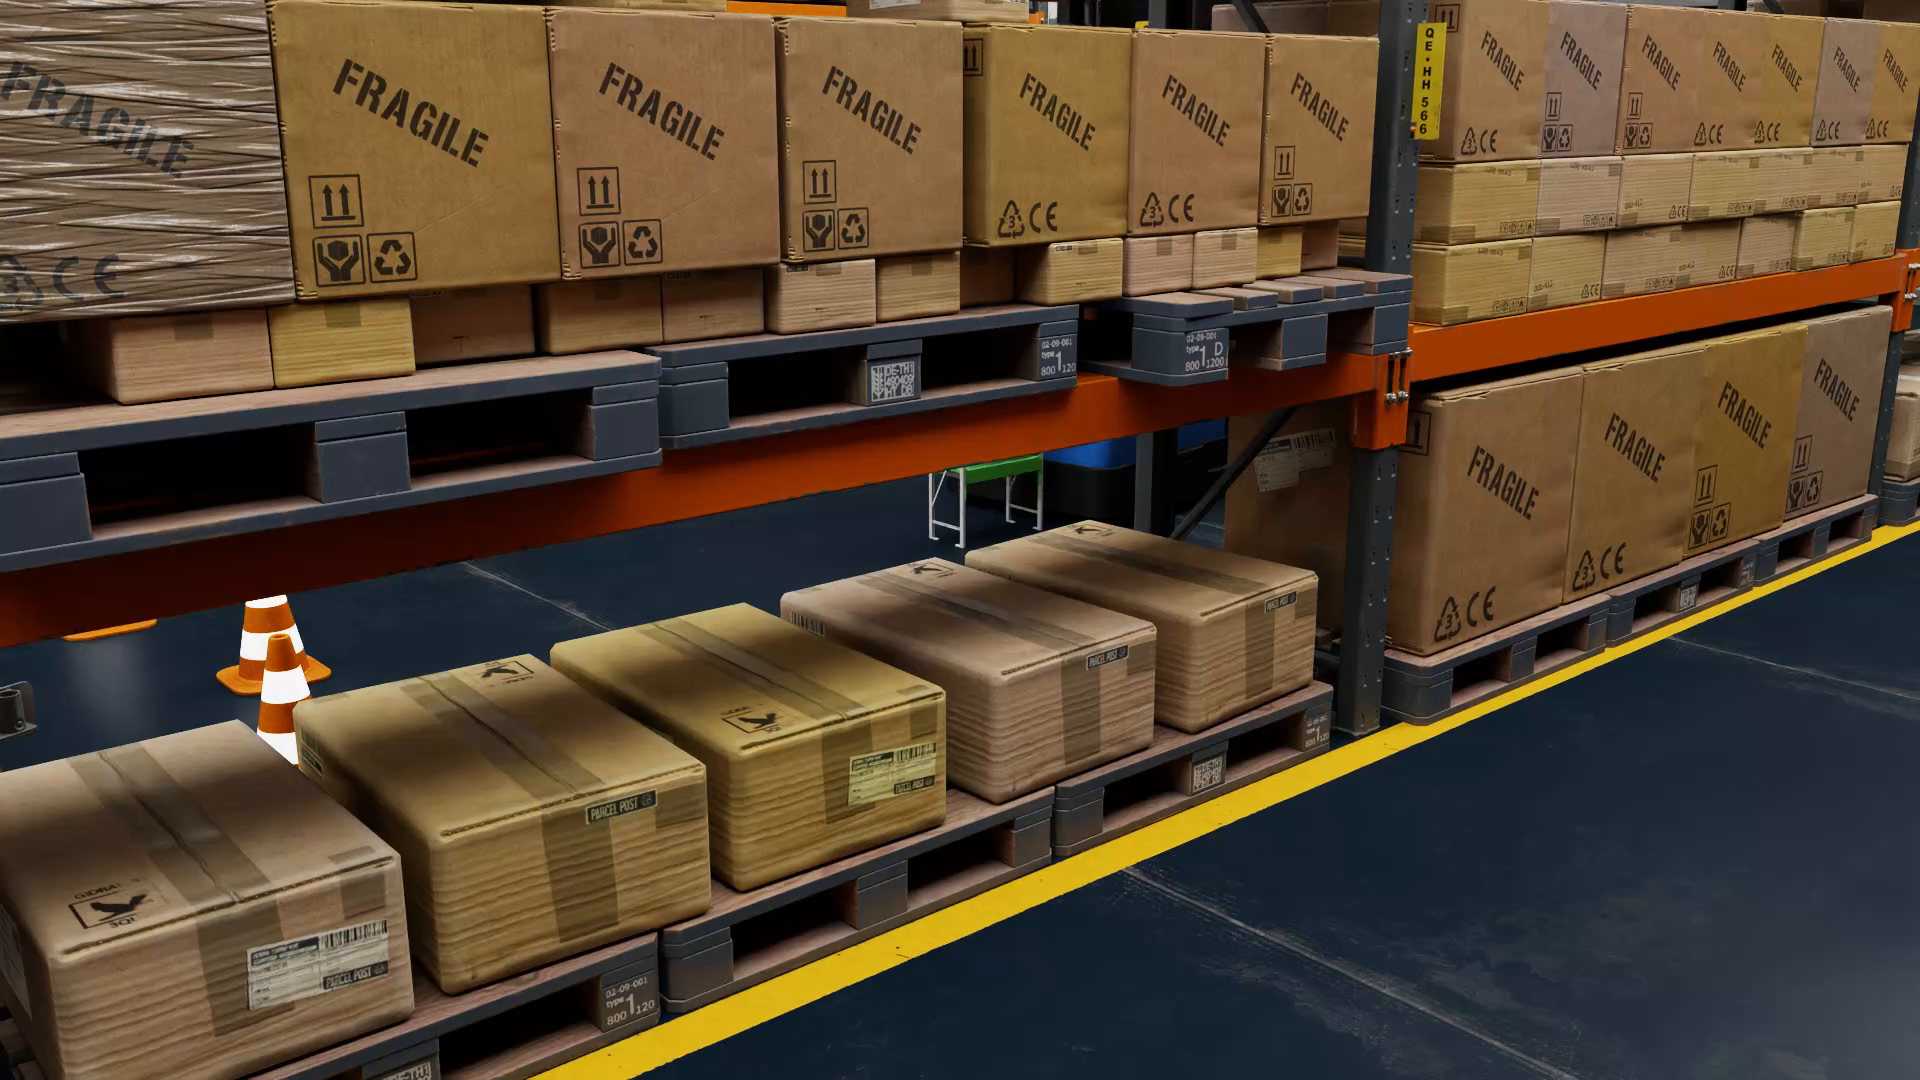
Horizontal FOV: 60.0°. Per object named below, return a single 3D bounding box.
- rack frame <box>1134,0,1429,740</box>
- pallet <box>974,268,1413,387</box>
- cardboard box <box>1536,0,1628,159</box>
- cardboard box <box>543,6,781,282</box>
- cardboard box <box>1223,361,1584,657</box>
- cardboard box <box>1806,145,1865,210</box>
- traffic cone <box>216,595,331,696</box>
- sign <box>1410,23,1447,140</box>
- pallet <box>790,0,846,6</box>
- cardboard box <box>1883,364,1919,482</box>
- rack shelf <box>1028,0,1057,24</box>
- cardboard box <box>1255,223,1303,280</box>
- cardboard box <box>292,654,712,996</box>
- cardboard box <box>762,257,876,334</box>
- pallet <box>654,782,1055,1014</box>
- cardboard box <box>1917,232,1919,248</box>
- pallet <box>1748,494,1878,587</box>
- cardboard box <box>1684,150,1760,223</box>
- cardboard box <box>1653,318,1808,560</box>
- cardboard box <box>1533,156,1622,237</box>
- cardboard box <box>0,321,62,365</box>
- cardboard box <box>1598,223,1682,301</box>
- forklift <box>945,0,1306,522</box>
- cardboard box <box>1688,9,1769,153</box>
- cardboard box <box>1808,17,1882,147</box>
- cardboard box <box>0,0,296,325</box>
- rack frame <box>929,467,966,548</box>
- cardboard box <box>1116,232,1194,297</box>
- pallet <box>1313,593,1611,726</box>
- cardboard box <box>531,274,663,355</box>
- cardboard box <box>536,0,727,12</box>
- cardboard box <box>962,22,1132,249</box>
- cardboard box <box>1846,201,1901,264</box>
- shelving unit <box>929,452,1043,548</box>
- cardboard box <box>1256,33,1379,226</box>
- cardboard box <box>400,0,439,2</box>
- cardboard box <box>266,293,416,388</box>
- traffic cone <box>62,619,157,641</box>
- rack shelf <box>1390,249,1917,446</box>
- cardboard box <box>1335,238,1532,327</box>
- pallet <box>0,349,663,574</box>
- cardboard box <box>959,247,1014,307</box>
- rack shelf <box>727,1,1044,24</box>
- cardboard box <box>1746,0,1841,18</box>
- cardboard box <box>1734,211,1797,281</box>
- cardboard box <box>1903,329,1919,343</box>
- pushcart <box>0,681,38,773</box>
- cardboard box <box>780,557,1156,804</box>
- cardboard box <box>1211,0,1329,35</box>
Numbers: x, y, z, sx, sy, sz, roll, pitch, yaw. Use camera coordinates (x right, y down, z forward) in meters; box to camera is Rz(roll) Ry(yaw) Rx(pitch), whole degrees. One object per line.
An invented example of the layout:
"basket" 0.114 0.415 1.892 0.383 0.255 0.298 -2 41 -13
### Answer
"rack frame" 0.993 -0.914 5.359 0.127 3.000 1.000 -13 19 -39
"pallet" 0.526 -0.680 4.854 1.003 0.211 1.213 -13 19 -39
"cardboard box" 1.894 -1.567 5.673 0.500 0.500 0.500 -13 19 -39
"cardboard box" -0.723 -0.821 3.427 0.500 0.500 0.500 -13 20 -40
"cardboard box" 1.569 -0.191 5.956 0.875 0.875 0.875 -13 20 -40
"cardboard box" 3.466 -1.552 7.071 0.500 0.250 0.500 -12 19 -38
"traffic cone" -2.445 0.263 5.869 0.334 0.463 0.336 -13 19 -39
"sign" 1.357 -1.331 4.830 0.005 0.325 0.100 -13 19 -39
"pallet" -0.950 -5.269 16.024 1.213 0.211 1.003 -13 19 -39
"cardboard box" 4.555 -0.642 8.492 0.875 0.438 0.875 -13 20 -40
"rack shelf" 2.194 -3.978 12.413 4.000 0.370 1.077 -13 19 -39
"cardboard box" 0.746 -0.835 4.735 0.250 0.149 0.380 -12 19 -39
"cardboard box" -1.090 0.619 3.900 0.625 0.372 0.950 -11 19 -36
"cardboard box" -0.398 -0.565 3.727 0.250 0.149 0.380 -12 19 -37
"pallet" -0.517 0.771 4.454 1.213 0.211 1.003 -13 19 -39
"cardboard box" 4.537 -1.668 7.990 0.500 0.500 0.500 -12 19 -38
"pallet" 3.478 -0.099 7.711 1.213 0.211 1.003 -13 19 -39
"cardboard box" 2.704 -1.373 6.401 0.500 0.250 0.500 -12 19 -38
"cardboard box" 2.919 -0.493 7.086 0.875 0.875 0.875 -12 19 -38
"cardboard box" 1.928 -1.208 5.782 0.500 0.250 0.500 -12 19 -38
"cardboard box" -1.817 -0.459 3.328 0.250 0.149 0.380 -12 19 -39
"cardboard box" 2.303 -1.054 6.172 0.500 0.250 0.500 -12 19 -38
"forklift" 1.257 -1.821 8.886 1.130 2.935 3.031 12 19 38
"cardboard box" 2.677 -1.737 6.307 0.500 0.500 0.500 -12 19 -38
"cardboard box" 3.453 -1.909 6.954 0.500 0.500 0.500 -12 19 -38
"cardboard box" -1.482 -0.655 2.805 0.500 0.500 0.500 -12 19 -38
"rack frame" -0.059 -0.566 7.545 0.015 1.200 0.240 -13 19 -39
"cardboard box" 0.390 -0.742 4.389 0.250 0.149 0.380 -14 20 -42
"pallet" 1.638 0.314 6.164 1.213 0.211 1.003 -13 19 -39
"cardboard box" -0.820 -0.489 3.441 0.250 0.149 0.380 -12 19 -39
"cardboard box" -0.685 -1.159 3.437 0.250 0.149 0.380 -11 19 -36
"cardboard box" 0.070 -1.002 4.106 0.500 0.500 0.500 -14 21 -43
"cardboard box" 3.838 -1.394 7.447 0.500 0.250 0.500 -13 20 -41
"shelving unit" 0.125 -0.608 7.700 0.503 1.200 0.258 -13 19 -39
"cardboard box" 0.833 -1.178 4.762 0.500 0.500 0.500 -13 20 -41
"cardboard box" -1.313 -1.186 3.537 0.250 0.149 0.380 -13 20 -41
"cardboard box" -1.206 -0.390 3.072 0.250 0.149 0.380 -12 19 -38
"traffic cone" -3.347 0.110 6.443 0.334 0.463 0.336 -13 19 -39
"rack shelf" 2.502 -0.905 6.720 4.000 0.370 1.077 -13 19 -39
"cardboard box" 1.528 -0.875 5.505 0.500 0.250 0.500 -13 20 -40
"pallet" -1.352 -0.245 3.225 1.213 0.211 1.003 -13 19 -39
"cardboard box" -0.081 -0.675 4.136 0.250 0.149 0.380 -12 19 -39
"rack shelf" -0.986 -4.961 16.092 4.000 0.370 1.077 -13 19 -39
"cardboard box" 4.034 -2.550 8.097 0.250 0.149 0.380 -13 20 -40
"cardboard box" 3.060 -1.226 6.819 0.500 0.250 0.500 -13 20 -41
"cardboard box" 5.911 -0.946 9.631 0.875 0.438 0.875 -12 19 -38
"pushcart" -3.559 0.595 4.790 1.648 0.377 0.936 8 17 28
"cardboard box" 0.009 0.373 4.819 0.625 0.372 0.950 -13 20 -40
"cardboard box" 1.212 -1.584 5.735 0.500 0.500 0.500 -13 20 -41
